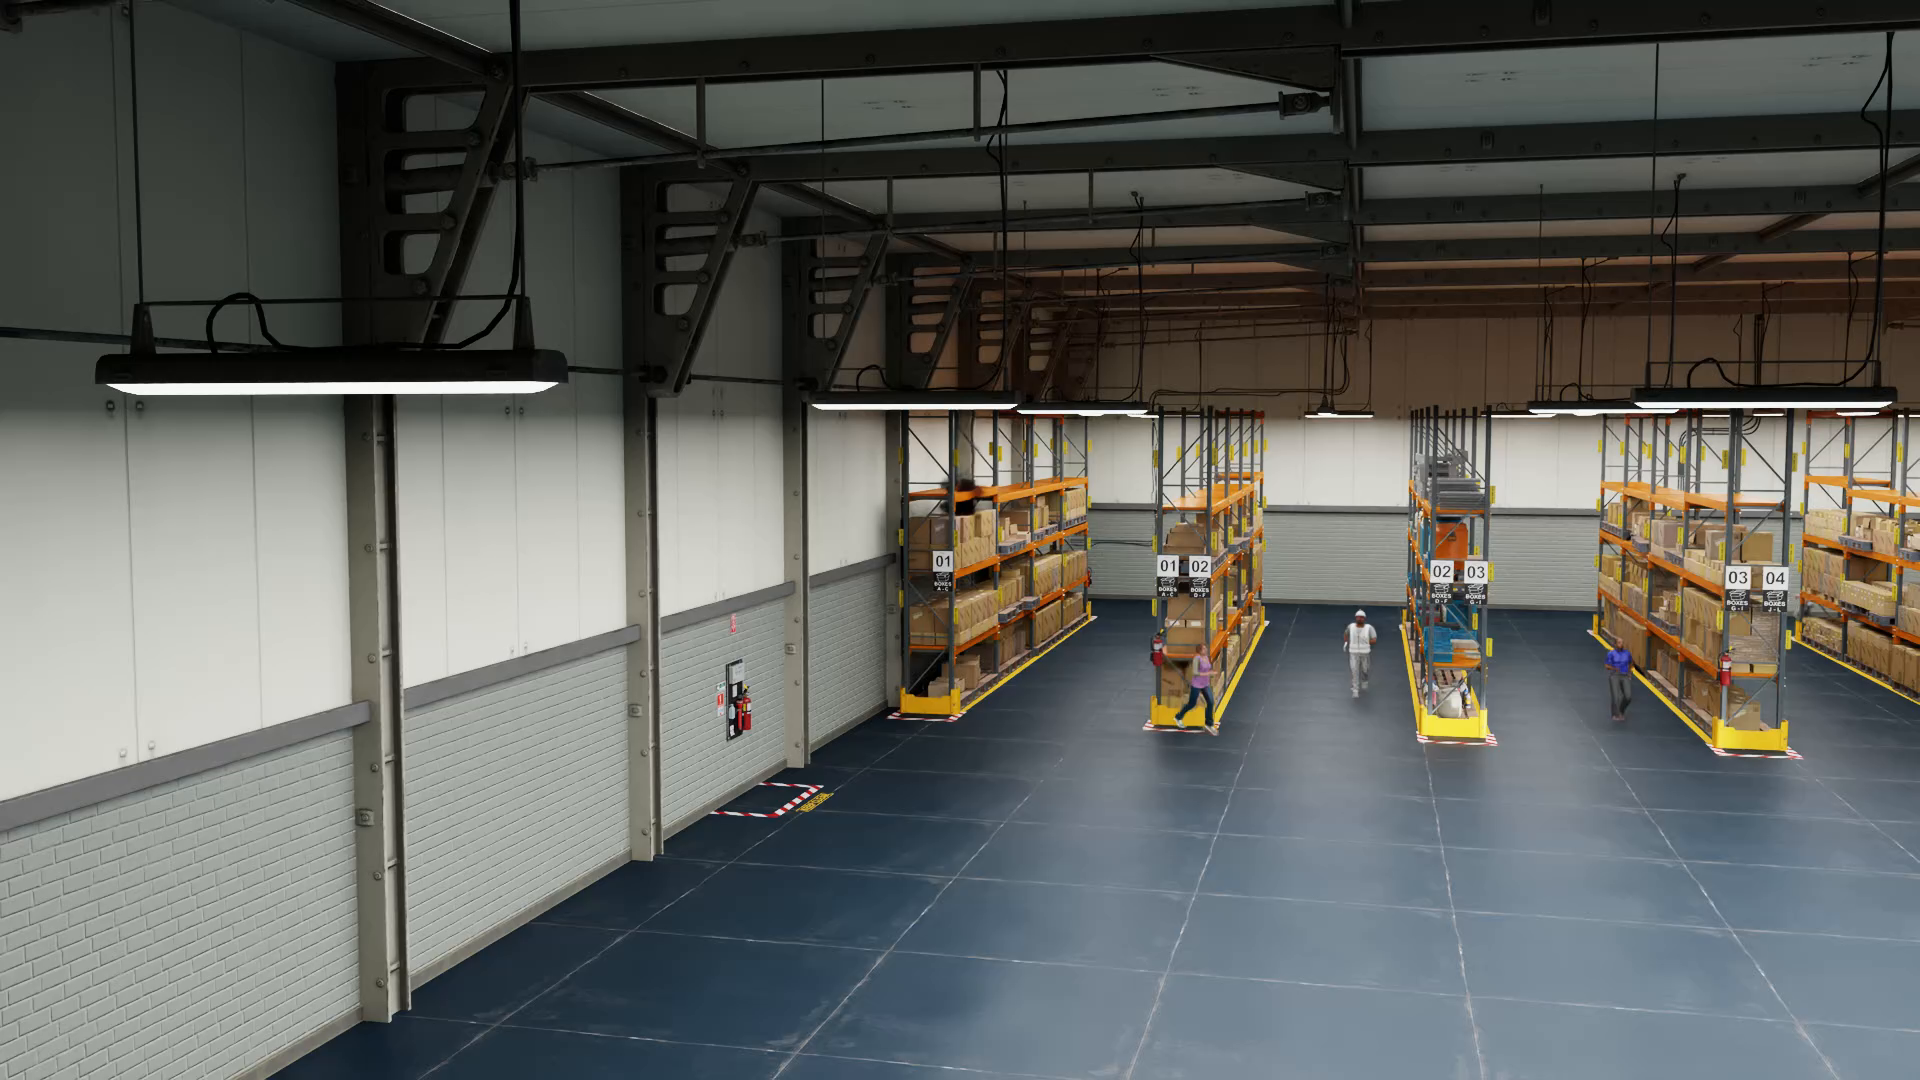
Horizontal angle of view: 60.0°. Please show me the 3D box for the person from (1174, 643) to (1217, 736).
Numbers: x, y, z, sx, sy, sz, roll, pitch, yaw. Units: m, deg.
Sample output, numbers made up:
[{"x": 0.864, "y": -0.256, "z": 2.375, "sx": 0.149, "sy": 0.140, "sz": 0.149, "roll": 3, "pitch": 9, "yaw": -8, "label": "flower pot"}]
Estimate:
[{"x": 4.229, "y": 2.623, "z": 29.522, "sx": 0.549, "sy": 1.629, "sz": 0.832, "roll": -4, "pitch": 6, "yaw": -44, "label": "person"}]

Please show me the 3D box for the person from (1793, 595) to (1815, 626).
[{"x": 22.551, "y": 1.676, "z": 44.350, "sx": 0.568, "sy": 1.727, "sz": 0.729, "roll": 2, "pitch": 5, "yaw": 31, "label": "person"}]

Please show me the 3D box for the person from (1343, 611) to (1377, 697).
[{"x": 8.293, "y": 2.344, "z": 34.500, "sx": 0.693, "sy": 1.763, "sz": 0.989, "roll": 1, "pitch": 4, "yaw": 17, "label": "person"}]

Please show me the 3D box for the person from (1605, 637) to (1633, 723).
[{"x": 12.484, "y": 2.653, "z": 31.410, "sx": 0.561, "sy": 1.633, "sz": 0.592, "roll": 0, "pitch": 4, "yaw": 6, "label": "person"}]
